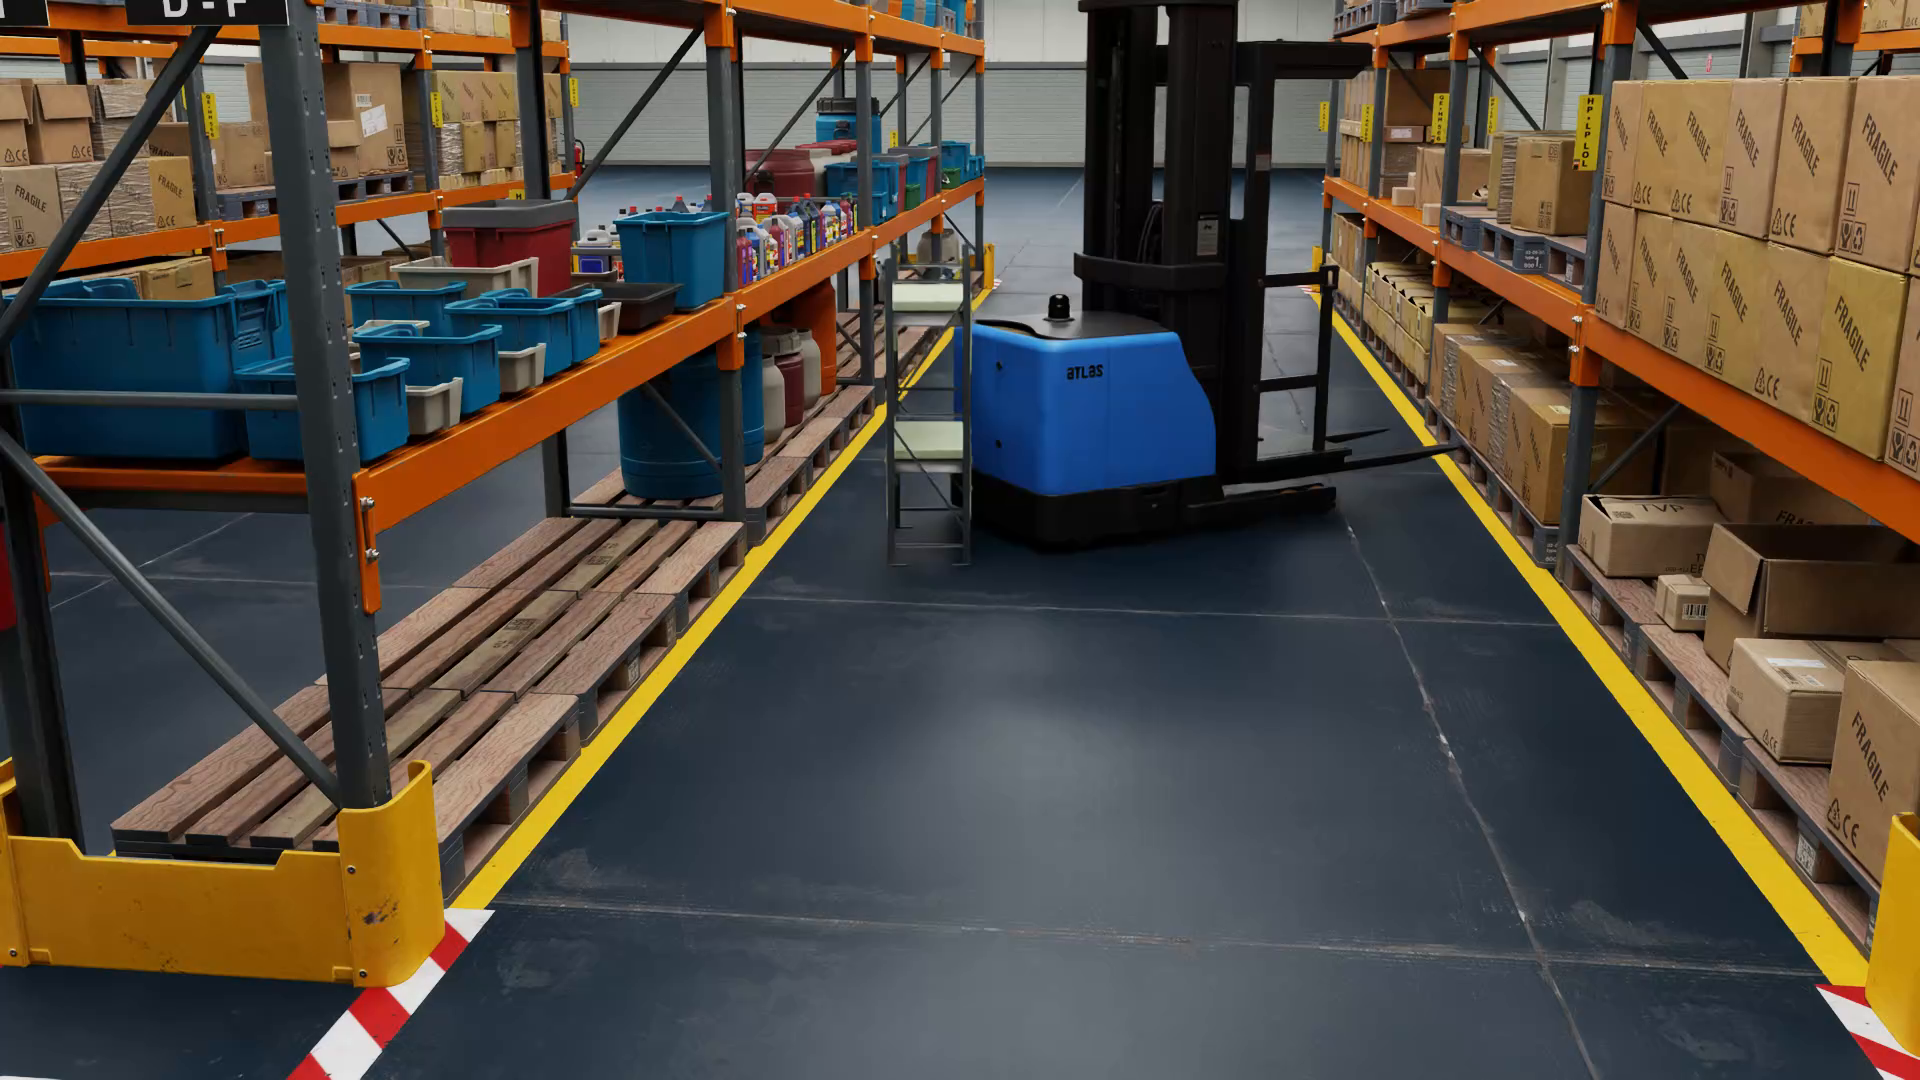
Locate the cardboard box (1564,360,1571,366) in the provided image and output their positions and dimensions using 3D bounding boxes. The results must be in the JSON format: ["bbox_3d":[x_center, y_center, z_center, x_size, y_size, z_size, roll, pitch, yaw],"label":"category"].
[{"bbox_3d":[3.810,-0.759,9.667,0.500,0.500,0.500,1,15,4],"label":"cardboard box"}]

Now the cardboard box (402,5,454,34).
[{"bbox_3d":[-5.292,-5.088,16.272,0.500,0.250,0.500,1,15,4],"label":"cardboard box"}]

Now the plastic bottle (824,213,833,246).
[{"bbox_3d":[-0.861,-1.991,10.659,0.097,0.201,0.097,0,15,0],"label":"plastic bottle"}]

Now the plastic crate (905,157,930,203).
[{"bbox_3d":[-0.491,-3.154,14.611,0.392,0.384,0.575,2,15,6],"label":"plastic crate"}]

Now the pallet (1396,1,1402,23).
[{"bbox_3d":[4.159,-4.437,13.944,0.805,0.209,1.217,1,15,4],"label":"pallet"}]

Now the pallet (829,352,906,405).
[{"bbox_3d":[-1.001,-1.273,12.967,1.003,0.211,1.213,2,15,6],"label":"pallet"}]

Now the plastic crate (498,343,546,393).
[{"bbox_3d":[-1.480,-0.558,5.368,0.250,0.136,0.298,2,15,6],"label":"plastic crate"}]

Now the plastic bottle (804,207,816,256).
[{"bbox_3d":[-0.914,-1.867,10.044,0.061,0.283,0.133,2,15,6],"label":"plastic bottle"}]

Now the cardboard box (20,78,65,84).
[{"bbox_3d":[-10.294,-4.746,18.111,0.875,0.550,0.550,2,15,6],"label":"cardboard box"}]

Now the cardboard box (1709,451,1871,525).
[{"bbox_3d":[3.560,-0.085,7.176,0.500,0.500,0.500,2,15,6],"label":"cardboard box"}]

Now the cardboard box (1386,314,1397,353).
[{"bbox_3d":[3.781,-1.690,13.627,0.500,0.250,0.500,2,15,7],"label":"cardboard box"}]

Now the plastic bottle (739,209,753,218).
[{"bbox_3d":[-1.424,-2.102,11.071,0.097,0.201,0.097,0,15,0],"label":"plastic bottle"}]

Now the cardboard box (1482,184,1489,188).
[{"bbox_3d":[4.087,-2.456,12.170,0.500,0.311,0.500,2,15,6],"label":"cardboard box"}]

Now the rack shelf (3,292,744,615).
[{"bbox_3d":[-1.804,-0.516,6.203,1.077,0.370,4.000,2,15,6],"label":"rack shelf"}]

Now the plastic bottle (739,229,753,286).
[{"bbox_3d":[-1.098,-1.443,8.476,0.061,0.283,0.133,2,15,6],"label":"plastic bottle"}]

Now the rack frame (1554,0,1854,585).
[{"bbox_3d":[3.343,-1.235,7.485,1.000,3.000,0.127,2,15,6],"label":"rack frame"}]

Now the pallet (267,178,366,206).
[{"bbox_3d":[-5.866,-2.988,14.332,1.003,0.211,1.213,2,15,6],"label":"pallet"}]

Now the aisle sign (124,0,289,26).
[{"bbox_3d":[-1.743,-1.572,3.750,0.394,0.787,0.004,2,15,6],"label":"aisle sign"}]

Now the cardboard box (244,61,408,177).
[{"bbox_3d":[-5.826,-3.894,15.361,1.000,1.000,1.000,2,15,7],"label":"cardboard box"}]

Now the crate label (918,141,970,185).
[{"bbox_3d":[-0.164,-4.026,17.738,0.502,0.435,0.616,2,15,6],"label":"crate label"}]

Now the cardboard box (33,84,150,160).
[{"bbox_3d":[-6.147,-2.909,11.560,0.797,0.503,0.637,2,15,8],"label":"cardboard box"}]

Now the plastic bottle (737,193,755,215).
[{"bbox_3d":[-1.497,-2.257,11.501,0.152,0.276,0.135,2,15,6],"label":"plastic bottle"}]

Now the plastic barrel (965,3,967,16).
[{"bbox_3d":[-0.227,-5.937,17.960,0.600,0.588,0.600,0,15,0],"label":"plastic barrel"}]

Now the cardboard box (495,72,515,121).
[{"bbox_3d":[-5.137,-4.776,17.902,0.500,0.500,0.500,2,15,6],"label":"cardboard box"}]

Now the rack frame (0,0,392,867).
[{"bbox_3d":[-2.030,-0.345,4.191,1.000,3.000,0.127,2,15,6],"label":"rack frame"}]

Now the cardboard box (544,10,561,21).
[{"bbox_3d":[-4.867,-6.127,19.353,0.380,0.149,0.250,2,15,6],"label":"cardboard box"}]

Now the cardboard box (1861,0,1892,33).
[{"bbox_3d":[9.143,-5.217,16.232,0.500,0.500,0.500,3,15,10],"label":"cardboard box"}]

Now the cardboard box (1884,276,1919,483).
[{"bbox_3d":[2.671,-0.370,4.094,0.500,0.500,0.500,2,15,8],"label":"cardboard box"}]

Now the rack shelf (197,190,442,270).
[{"bbox_3d":[-5.823,-2.737,14.416,1.077,0.370,4.000,2,15,6],"label":"rack shelf"}]

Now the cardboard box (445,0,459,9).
[{"bbox_3d":[-5.240,-5.387,16.616,0.380,0.149,0.250,2,15,7],"label":"cardboard box"}]

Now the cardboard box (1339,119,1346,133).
[{"bbox_3d":[4.438,-4.614,18.544,0.380,0.149,0.250,2,15,6],"label":"cardboard box"}]

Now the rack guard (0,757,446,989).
[{"bbox_3d":[-2.020,0.868,4.493,1.175,0.500,0.348,2,15,6],"label":"rack guard"}]

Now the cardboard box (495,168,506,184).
[{"bbox_3d":[-5.118,-3.918,17.887,0.380,0.149,0.250,2,15,6],"label":"cardboard box"}]

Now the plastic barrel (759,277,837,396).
[{"bbox_3d":[-1.166,-1.448,11.622,0.600,0.830,0.708,2,15,6],"label":"plastic barrel"}]

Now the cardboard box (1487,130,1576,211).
[{"bbox_3d":[3.835,-2.357,10.637,0.700,0.500,0.500,-3,16,-13],"label":"cardboard box"}]

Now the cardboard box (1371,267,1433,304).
[{"bbox_3d":[3.889,-2.227,14.540,0.500,0.311,0.500,2,15,6],"label":"cardboard box"}]

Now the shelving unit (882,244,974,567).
[{"bbox_3d":[-0.154,-0.690,8.342,0.431,1.500,0.755,0,15,0],"label":"shelving unit"}]

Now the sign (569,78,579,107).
[{"bbox_3d":[-4.597,-5.331,19.805,0.100,0.325,0.005,2,15,6],"label":"sign"}]

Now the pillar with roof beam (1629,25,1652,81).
[{"bbox_3d":[7.476,-10.131,28.889,9.100,9.000,0.400,2,15,6],"label":"pillar with roof beam"}]

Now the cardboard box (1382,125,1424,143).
[{"bbox_3d":[4.063,-3.749,15.344,0.380,0.149,0.250,2,15,6],"label":"cardboard box"}]

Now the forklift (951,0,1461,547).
[{"bbox_3d":[1.489,-1.636,9.096,3.031,2.935,1.130,-8,17,-28],"label":"forklift"}]

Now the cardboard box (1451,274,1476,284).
[{"bbox_3d":[4.373,-2.079,13.991,0.500,0.311,0.500,2,15,6],"label":"cardboard box"}]

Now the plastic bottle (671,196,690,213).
[{"bbox_3d":[-1.676,-1.892,10.008,0.144,0.351,0.185,2,15,6],"label":"plastic bottle"}]

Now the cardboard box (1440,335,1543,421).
[{"bbox_3d":[3.405,-1.033,10.682,0.500,0.500,0.500,1,15,4],"label":"cardboard box"}]

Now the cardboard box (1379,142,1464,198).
[{"bbox_3d":[4.289,-3.474,15.571,0.700,0.500,0.500,1,15,5],"label":"cardboard box"}]

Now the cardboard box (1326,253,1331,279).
[{"bbox_3d":[4.415,-3.091,18.809,0.500,0.250,0.500,2,15,6],"label":"cardboard box"}]

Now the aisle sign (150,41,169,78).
[{"bbox_3d":[-9.757,-6.077,20.410,0.394,0.787,0.004,2,15,6],"label":"aisle sign"}]

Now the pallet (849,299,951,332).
[{"bbox_3d":[-0.559,-2.284,16.705,1.003,0.211,1.213,2,15,6],"label":"pallet"}]

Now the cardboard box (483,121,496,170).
[{"bbox_3d":[-5.437,-4.171,17.580,0.875,0.500,0.500,2,15,6],"label":"cardboard box"}]

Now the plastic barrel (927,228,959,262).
[{"bbox_3d":[-0.223,-3.323,19.168,0.421,0.512,0.421,0,15,0],"label":"plastic barrel"}]

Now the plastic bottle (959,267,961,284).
[{"bbox_3d":[-0.068,-2.802,17.655,0.152,0.276,0.135,1,15,5],"label":"plastic bottle"}]

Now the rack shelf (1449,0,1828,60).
[{"bbox_3d":[3.568,-2.855,9.105,1.077,0.370,4.000,2,15,6],"label":"rack shelf"}]

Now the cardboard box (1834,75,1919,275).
[{"bbox_3d":[2.724,-0.984,4.446,0.500,0.500,0.500,2,15,8],"label":"cardboard box"}]

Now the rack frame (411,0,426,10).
[{"bbox_3d":[-5.597,-6.499,15.458,1.000,3.000,0.127,2,15,6],"label":"rack frame"}]

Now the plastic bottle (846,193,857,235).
[{"bbox_3d":[-0.749,-2.246,11.445,0.061,0.283,0.133,2,15,6],"label":"plastic bottle"}]

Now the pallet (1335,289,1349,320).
[{"bbox_3d":[4.512,-2.487,17.454,1.003,0.211,1.213,2,15,6],"label":"pallet"}]

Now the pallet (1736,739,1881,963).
[{"bbox_3d":[2.989,0.922,4.850,1.003,0.211,1.213,2,15,6],"label":"pallet"}]
